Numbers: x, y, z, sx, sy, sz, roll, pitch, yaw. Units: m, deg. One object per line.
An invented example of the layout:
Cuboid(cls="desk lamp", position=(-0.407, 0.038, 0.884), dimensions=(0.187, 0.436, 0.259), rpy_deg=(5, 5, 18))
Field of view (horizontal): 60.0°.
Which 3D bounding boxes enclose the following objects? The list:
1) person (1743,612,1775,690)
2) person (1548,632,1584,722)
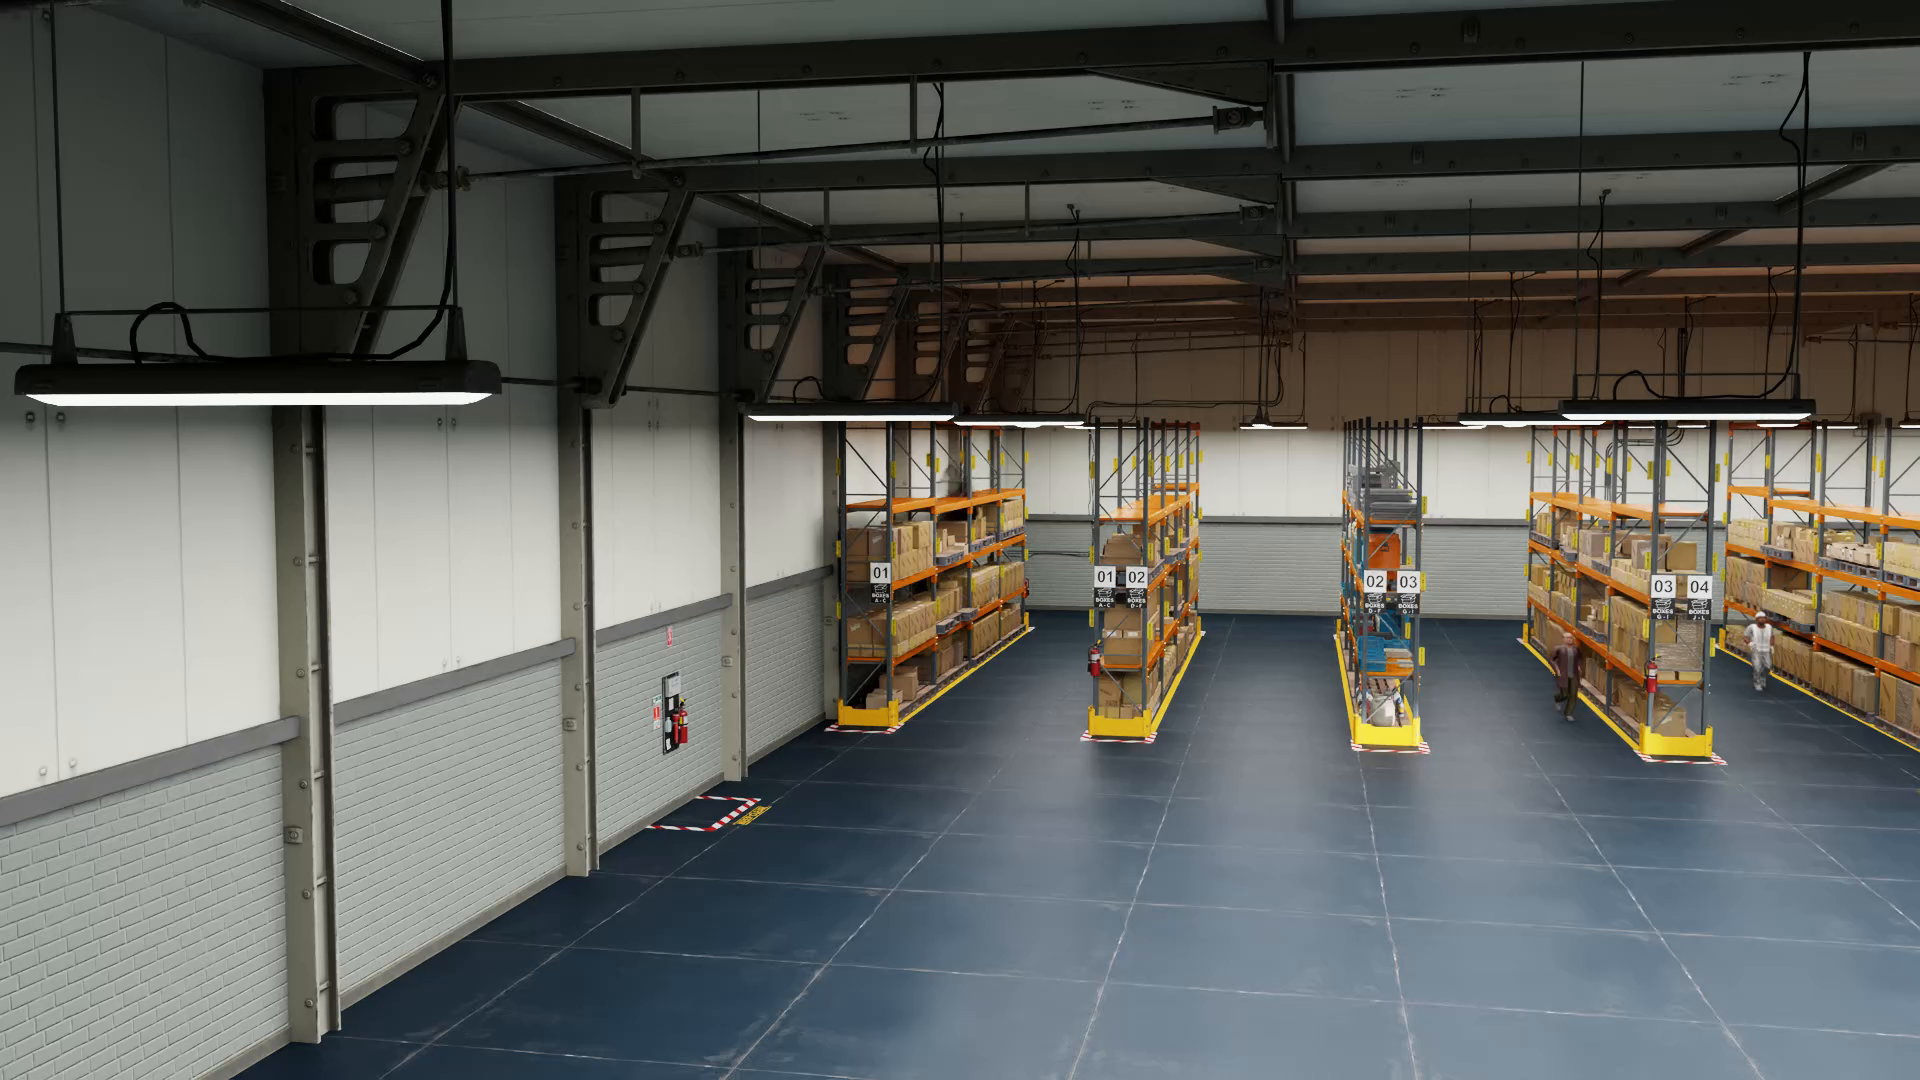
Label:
Cuboid(cls="person", position=(17.695, 2.460, 36.795), dimensions=(0.683, 1.741, 0.585), rpy_deg=(1, 4, 11))
Cuboid(cls="person", position=(12.107, 2.709, 33.157), dimensions=(0.711, 1.743, 0.756), rpy_deg=(0, 4, 1))
